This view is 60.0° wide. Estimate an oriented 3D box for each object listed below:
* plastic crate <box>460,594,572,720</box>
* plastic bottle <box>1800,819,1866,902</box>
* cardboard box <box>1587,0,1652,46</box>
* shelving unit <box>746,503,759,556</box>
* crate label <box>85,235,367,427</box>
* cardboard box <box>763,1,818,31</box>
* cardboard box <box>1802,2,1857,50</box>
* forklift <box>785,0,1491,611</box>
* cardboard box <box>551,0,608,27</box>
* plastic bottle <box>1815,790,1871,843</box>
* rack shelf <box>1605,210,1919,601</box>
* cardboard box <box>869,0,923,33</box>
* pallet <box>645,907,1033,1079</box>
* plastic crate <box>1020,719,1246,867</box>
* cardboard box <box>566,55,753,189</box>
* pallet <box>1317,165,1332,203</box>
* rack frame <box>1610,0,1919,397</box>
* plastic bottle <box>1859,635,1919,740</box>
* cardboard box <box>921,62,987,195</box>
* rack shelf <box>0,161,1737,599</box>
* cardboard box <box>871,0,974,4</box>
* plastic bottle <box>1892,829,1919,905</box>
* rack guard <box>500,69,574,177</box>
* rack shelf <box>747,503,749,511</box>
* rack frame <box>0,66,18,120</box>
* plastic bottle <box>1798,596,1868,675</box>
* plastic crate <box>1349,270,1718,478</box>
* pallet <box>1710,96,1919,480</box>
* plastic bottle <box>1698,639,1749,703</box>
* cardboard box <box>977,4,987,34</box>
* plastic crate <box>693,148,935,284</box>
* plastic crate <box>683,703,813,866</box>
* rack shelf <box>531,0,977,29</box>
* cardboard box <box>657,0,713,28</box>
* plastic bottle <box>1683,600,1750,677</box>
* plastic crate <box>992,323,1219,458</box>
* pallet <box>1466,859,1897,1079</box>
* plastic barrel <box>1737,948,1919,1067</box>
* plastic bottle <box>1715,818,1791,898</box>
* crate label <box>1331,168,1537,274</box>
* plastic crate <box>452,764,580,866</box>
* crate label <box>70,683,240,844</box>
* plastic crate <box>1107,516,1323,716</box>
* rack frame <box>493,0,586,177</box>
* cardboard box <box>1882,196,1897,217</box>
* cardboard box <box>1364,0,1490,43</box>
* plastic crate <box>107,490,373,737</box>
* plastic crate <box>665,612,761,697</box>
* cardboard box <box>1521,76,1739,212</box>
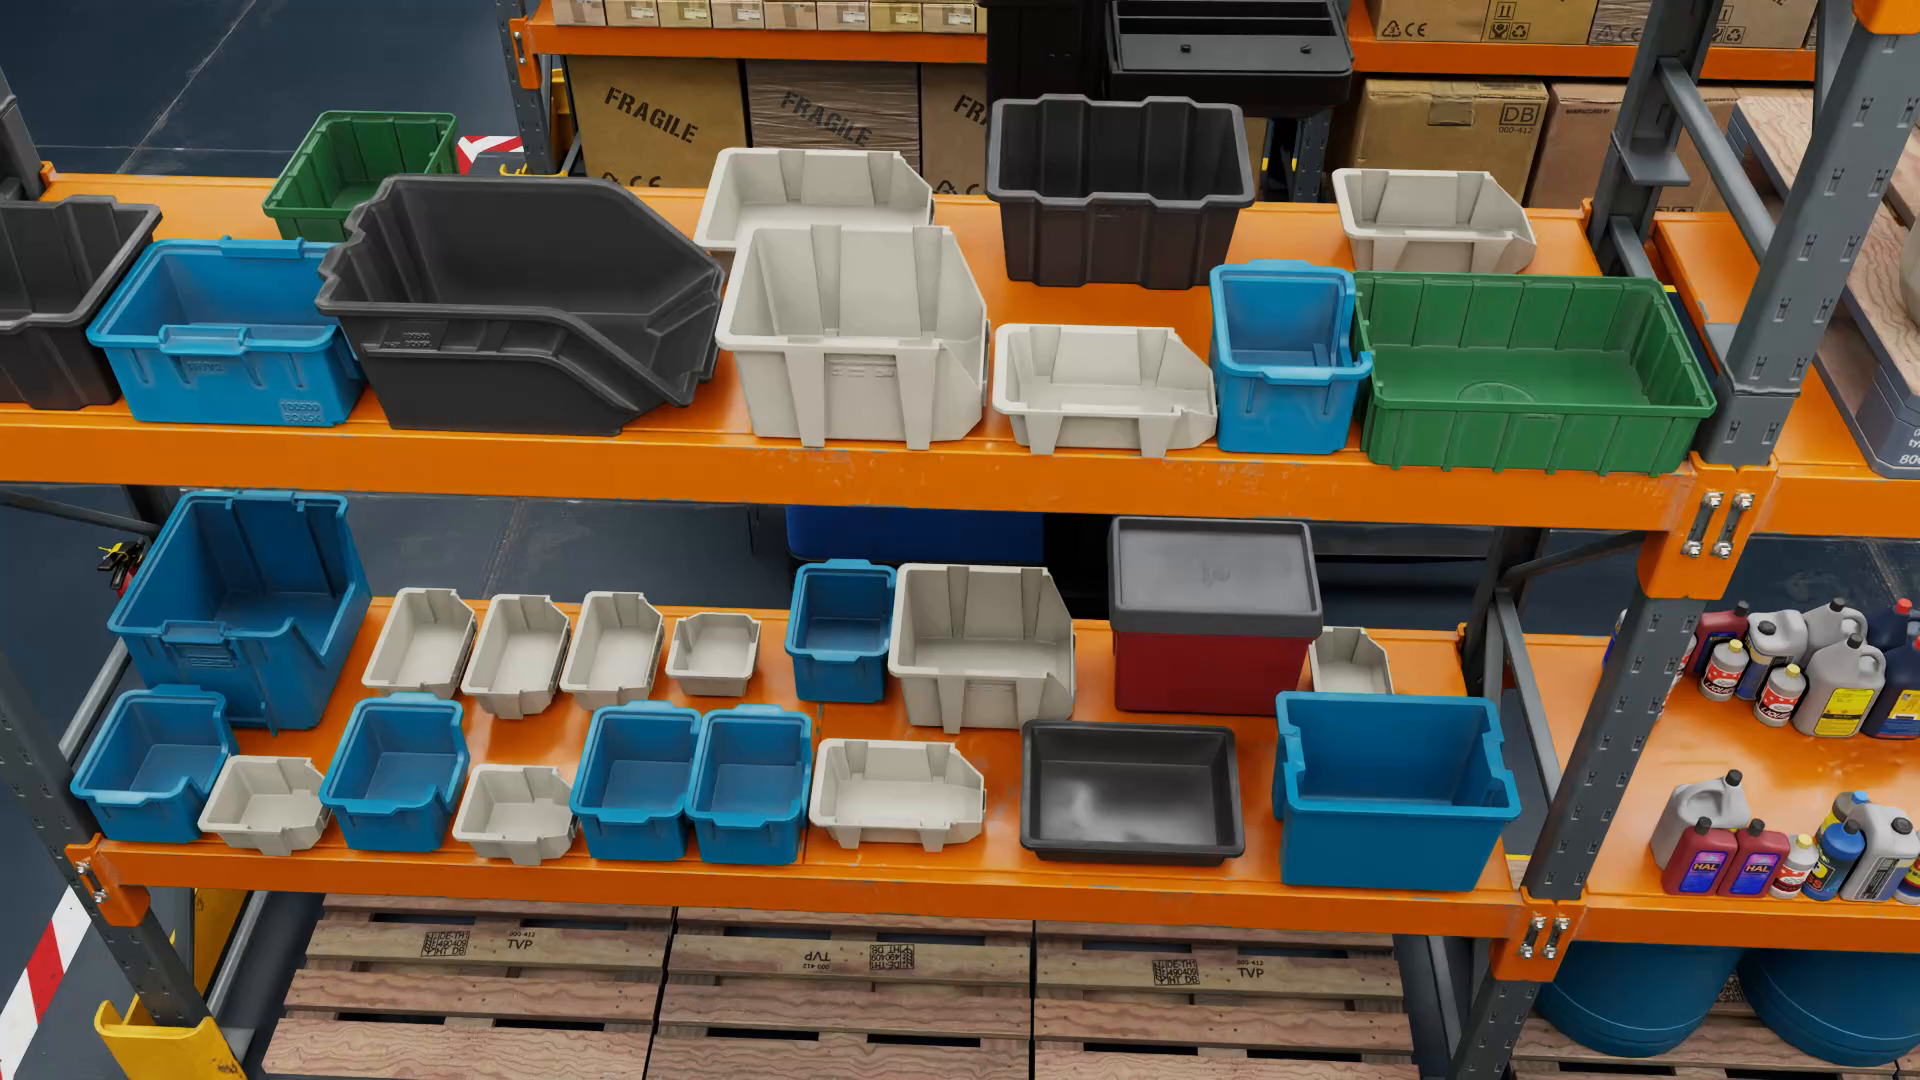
[{"bbox_3d":[-1.294,0.350,4.908,0.243,0.136,0.396,2,43,2],"label":"plastic crate"},{"bbox_3d":[2.284,0.825,4.343,0.097,0.271,0.097,0,43,0],"label":"plastic bottle"},{"bbox_3d":[3.264,-2.716,7.977,0.500,0.500,0.500,1,43,1],"label":"cardboard box"},{"bbox_3d":[-0.810,-0.450,6.938,0.189,1.200,0.258,1,43,1],"label":"shelving unit"},{"bbox_3d":[-1.498,-0.439,3.515,0.502,0.251,0.408,2,43,2],"label":"crate label"},{"bbox_3d":[-0.816,-2.659,8.174,0.250,0.149,0.380,1,43,1],"label":"cardboard box"},{"bbox_3d":[4.289,-2.688,7.946,0.500,0.500,0.500,0,43,1],"label":"cardboard box"},{"bbox_3d":[0.803,-1.096,6.362,3.031,2.935,1.130,1,43,1],"label":"forklift"},{"bbox_3d":[-1.843,-2.690,8.206,0.250,0.149,0.380,2,43,2],"label":"cardboard box"},{"bbox_3d":[2.388,0.750,4.475,0.097,0.201,0.097,0,43,0],"label":"plastic bottle"},{"bbox_3d":[3.589,-0.295,3.778,4.000,0.370,1.077,2,43,2],"label":"rack shelf"},{"bbox_3d":[-0.306,-2.643,8.157,0.250,0.149,0.380,1,43,1],"label":"cardboard box"},{"bbox_3d":[-0.368,1.467,5.606,1.213,0.211,1.003,2,43,2],"label":"pallet"},{"bbox_3d":[0.460,0.706,4.535,0.590,0.125,0.437,2,43,2],"label":"plastic crate"},{"bbox_3d":[-1.539,-2.428,8.992,0.875,0.875,0.875,2,43,2],"label":"cardboard box"},{"bbox_3d":[2.588,-1.902,9.222,1.213,0.211,1.003,2,43,2],"label":"pallet"},{"bbox_3d":[1.591,-1.717,2.576,0.127,3.000,1.000,2,43,2],"label":"rack frame"},{"bbox_3d":[2.702,0.406,4.736,0.185,0.351,0.144,2,43,2],"label":"plastic bottle"},{"bbox_3d":[0.259,-2.373,8.933,0.875,0.875,0.875,2,43,2],"label":"cardboard box"},{"bbox_3d":[-0.407,-0.417,3.910,4.000,0.370,1.077,2,43,2],"label":"rack shelf"},{"bbox_3d":[-0.172,-2.831,8.065,0.500,0.250,0.500,1,43,1],"label":"cardboard box"},{"bbox_3d":[2.516,0.832,4.336,0.097,0.271,0.097,0,43,0],"label":"plastic bottle"},{"bbox_3d":[-2.206,-2.103,9.226,0.348,0.500,1.175,2,43,2],"label":"rack guard"},{"bbox_3d":[-0.810,-0.242,7.132,0.180,0.103,0.258,1,43,1],"label":"rack shelf"},{"bbox_3d":[-2.405,-1.840,2.708,0.127,3.000,1.000,2,43,2],"label":"rack frame"},{"bbox_3d":[2.524,0.302,4.847,0.185,0.351,0.144,2,43,2],"label":"plastic bottle"},{"bbox_3d":[1.154,-0.349,3.464,0.662,0.188,0.450,2,43,2],"label":"plastic crate"},{"bbox_3d":[2.378,-0.593,3.709,1.003,0.211,1.213,2,43,2],"label":"pallet"},{"bbox_3d":[2.246,0.373,4.880,0.097,0.201,0.097,0,43,0],"label":"plastic bottle"},{"bbox_3d":[0.210,-2.628,8.140,0.250,0.149,0.380,1,43,1],"label":"cardboard box"},{"bbox_3d":[-0.330,-0.751,3.934,0.530,0.136,0.437,2,43,2],"label":"plastic crate"},{"bbox_3d":[-0.558,0.676,4.488,0.300,0.233,0.416,2,43,2],"label":"plastic crate"},{"bbox_3d":[-0.184,-2.764,8.486,3.809,0.124,0.919,2,43,2],"label":"rack shelf"},{"bbox_3d":[-1.330,-2.675,8.191,0.250,0.149,0.380,1,43,1],"label":"cardboard box"},{"bbox_3d":[2.232,0.289,4.910,0.133,0.283,0.061,2,43,2],"label":"plastic bottle"},{"bbox_3d":[0.303,-0.303,3.453,0.466,0.136,0.293,2,43,2],"label":"plastic crate"},{"bbox_3d":[2.359,1.551,5.516,1.213,0.211,1.003,2,43,2],"label":"pallet"},{"bbox_3d":[2.841,1.142,5.140,0.708,0.901,0.600,2,43,2],"label":"plastic barrel"},{"bbox_3d":[2.071,0.827,4.333,0.133,0.283,0.061,2,43,2],"label":"plastic bottle"},{"bbox_3d":[1.115,-0.735,3.916,0.466,0.136,0.293,2,43,2],"label":"crate label"},{"bbox_3d":[-1.179,0.749,4.480,0.298,0.136,0.250,2,43,2],"label":"plastic crate"},{"bbox_3d":[-2.174,0.627,4.541,0.303,0.233,0.416,2,43,2],"label":"crate label"},{"bbox_3d":[0.710,0.235,4.792,0.583,0.464,0.402,2,43,2],"label":"plastic crate"},{"bbox_3d":[-2.182,-3.017,8.374,0.127,3.000,1.000,2,43,2],"label":"rack frame"},{"bbox_3d":[5.121,-2.183,8.729,0.875,0.875,1.225,0,43,0],"label":"cardboard box"},{"bbox_3d":[2.262,-2.747,8.010,0.500,0.500,0.500,2,43,2],"label":"cardboard box"},{"bbox_3d":[-2.062,0.204,4.846,0.499,0.435,0.616,2,43,2],"label":"plastic crate"},{"bbox_3d":[-0.718,0.339,4.920,0.250,0.136,0.298,2,43,2],"label":"plastic crate"},{"bbox_3d":[3.347,-2.238,8.788,0.875,0.875,1.225,0,43,0],"label":"cardboard box"}]
